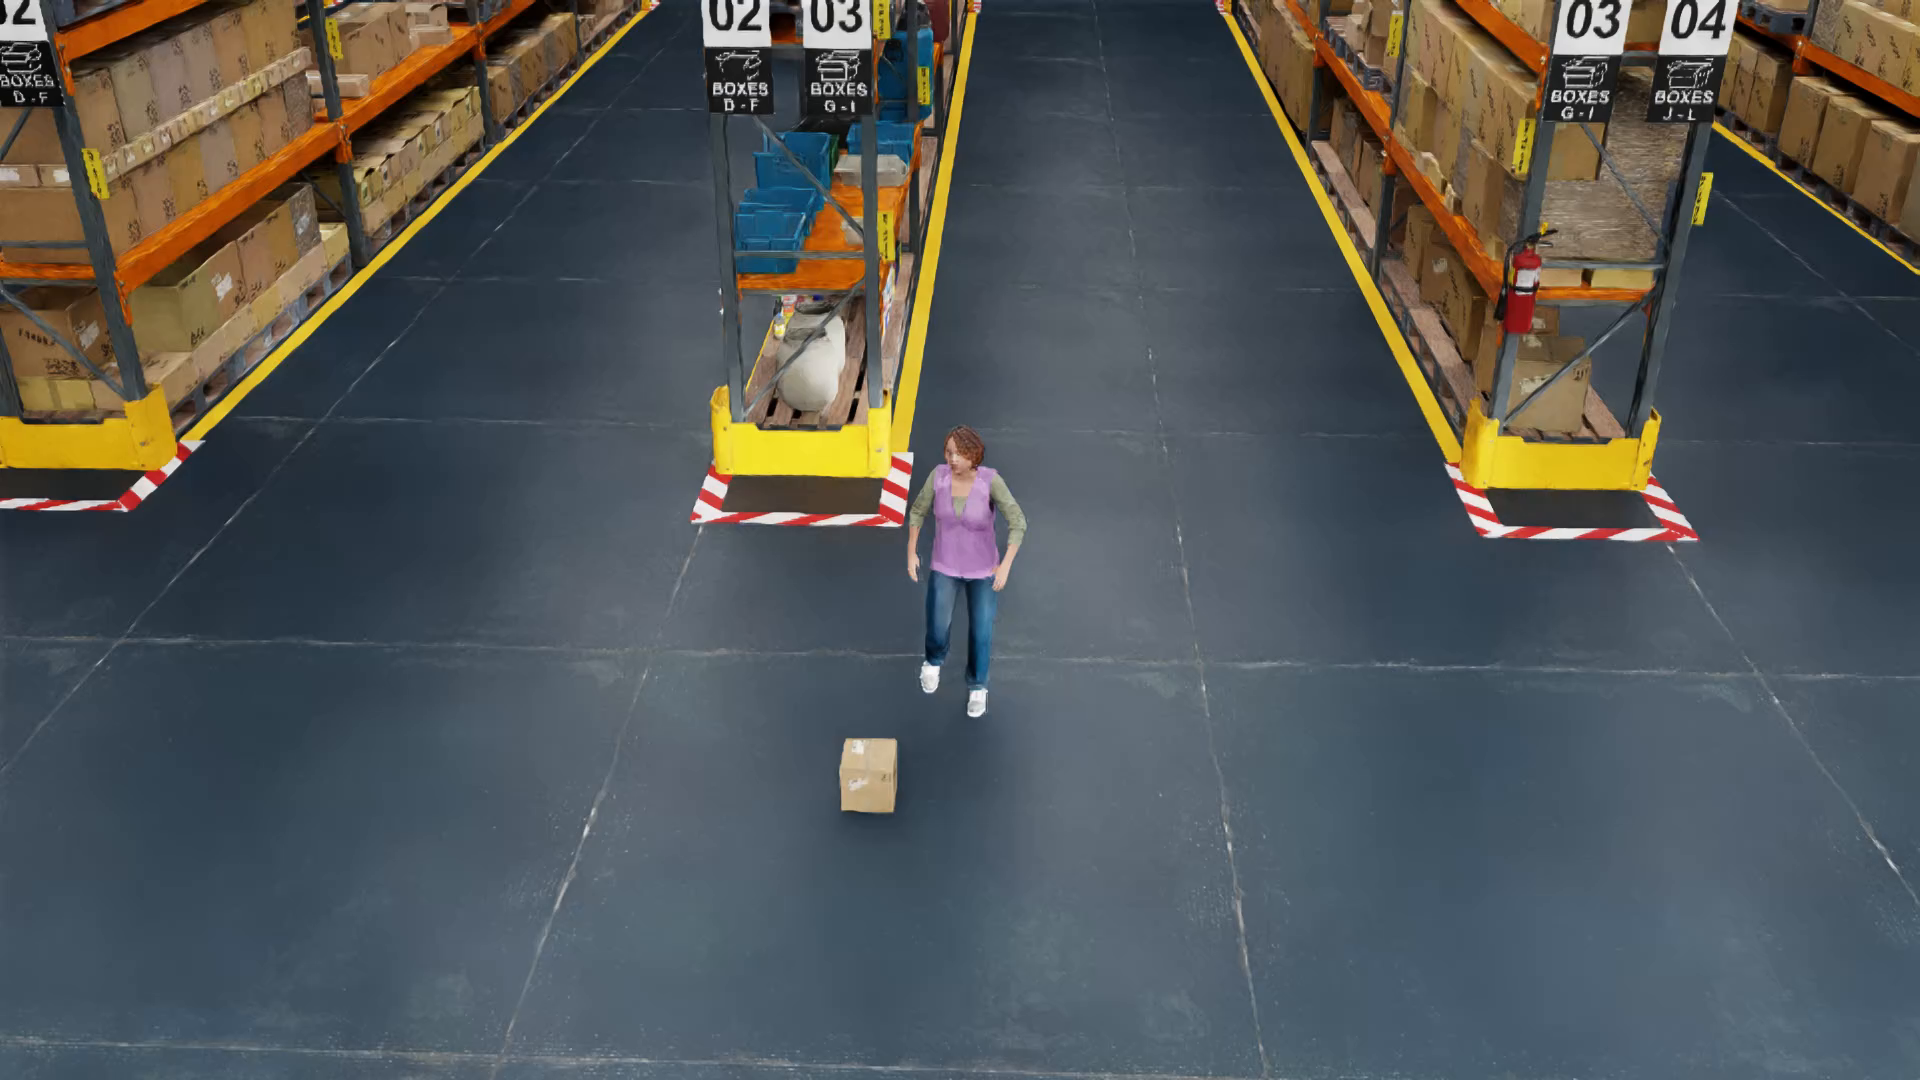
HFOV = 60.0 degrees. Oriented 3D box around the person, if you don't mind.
[{"bbox_3d":[0.028,0.177,8.337,0.600,1.572,0.433,2,28,4],"label":"person"}]
